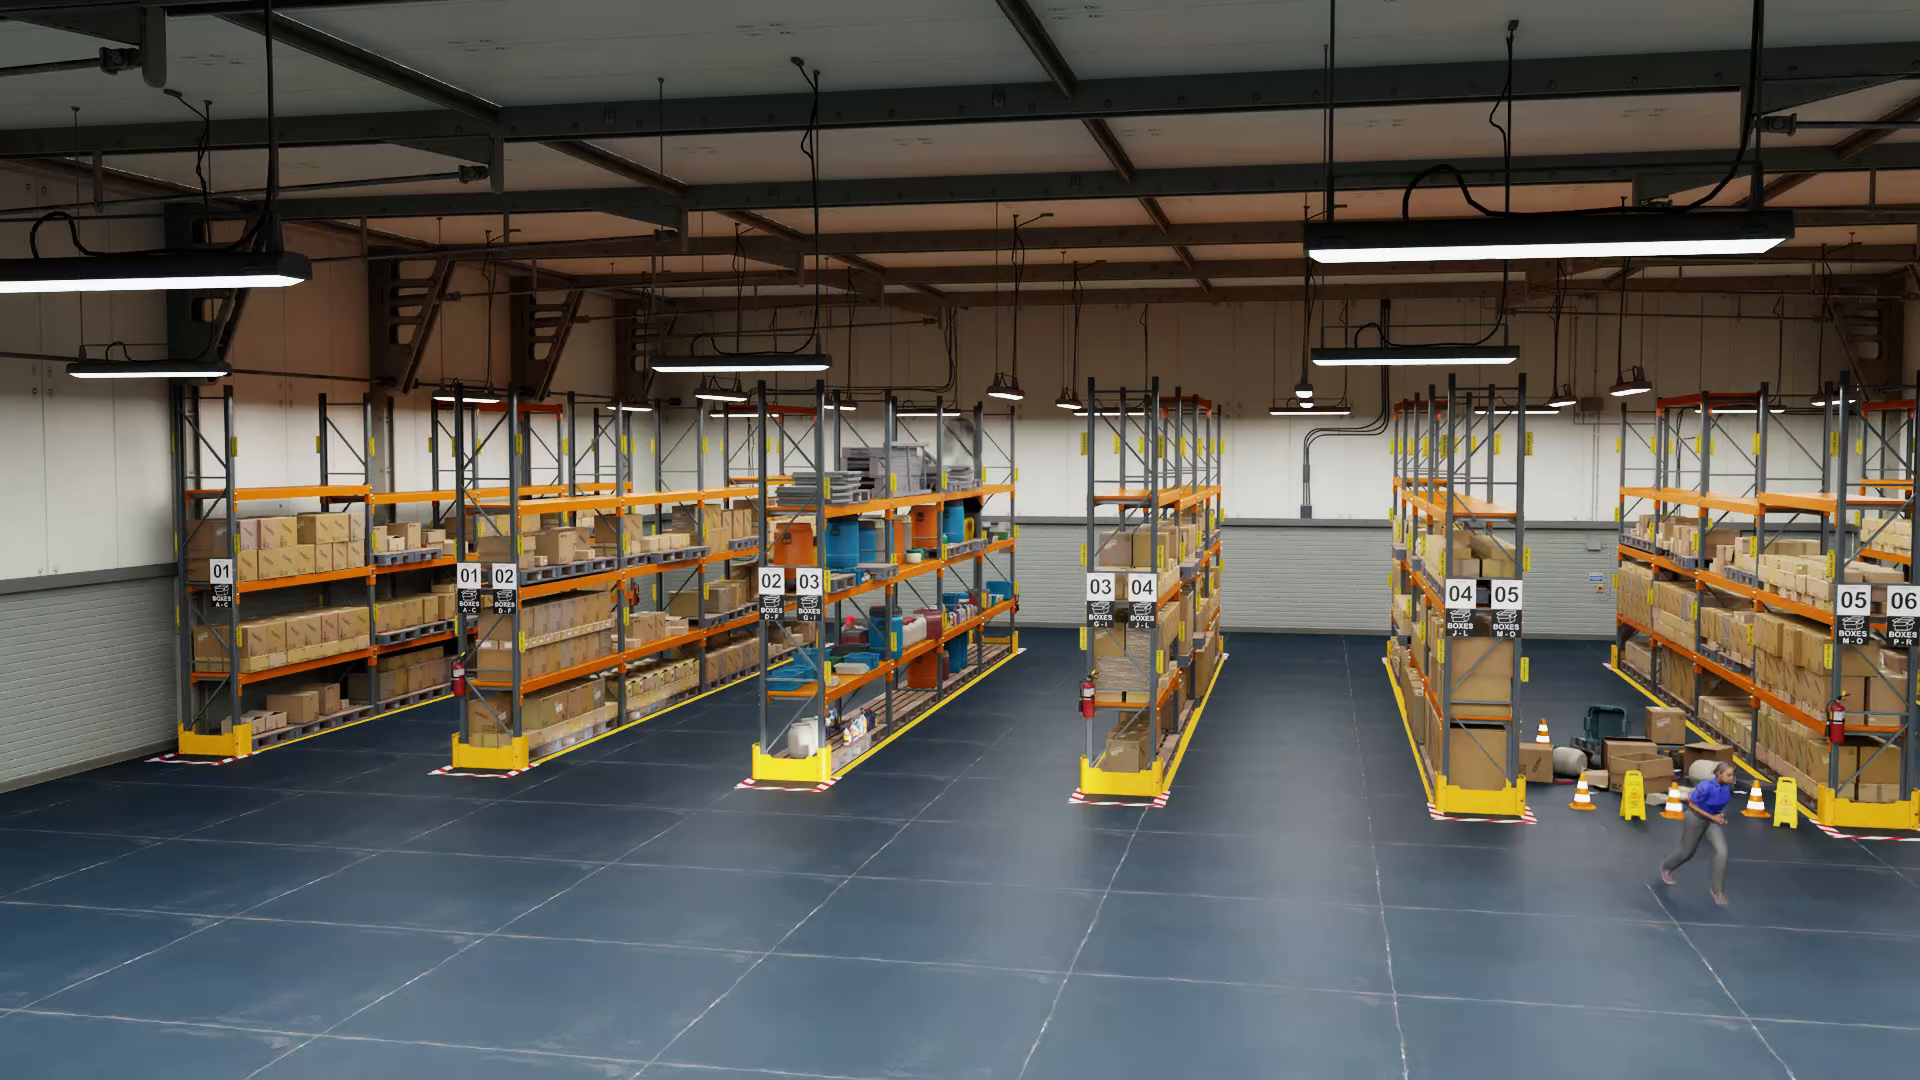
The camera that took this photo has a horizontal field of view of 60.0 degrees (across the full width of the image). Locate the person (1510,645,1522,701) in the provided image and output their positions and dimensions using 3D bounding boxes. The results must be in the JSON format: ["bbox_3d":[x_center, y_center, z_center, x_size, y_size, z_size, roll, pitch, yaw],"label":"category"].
[{"bbox_3d":[10.727,2.418,32.679,0.573,1.552,0.636,1,3,10],"label":"person"}]

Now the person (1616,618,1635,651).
[{"bbox_3d":[15.634,1.985,38.749,0.805,1.740,0.754,2,4,33],"label":"person"}]

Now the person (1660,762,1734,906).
[{"bbox_3d":[8.225,3.205,18.541,0.617,1.615,0.966,-1,4,-24],"label":"person"}]

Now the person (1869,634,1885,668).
[{"bbox_3d":[16.000,2.519,29.323,0.620,1.725,0.856,1,3,11],"label":"person"}]

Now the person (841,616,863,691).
[{"bbox_3d":[-2.235,2.314,33.932,0.694,1.592,0.822,0,3,8],"label":"person"}]
